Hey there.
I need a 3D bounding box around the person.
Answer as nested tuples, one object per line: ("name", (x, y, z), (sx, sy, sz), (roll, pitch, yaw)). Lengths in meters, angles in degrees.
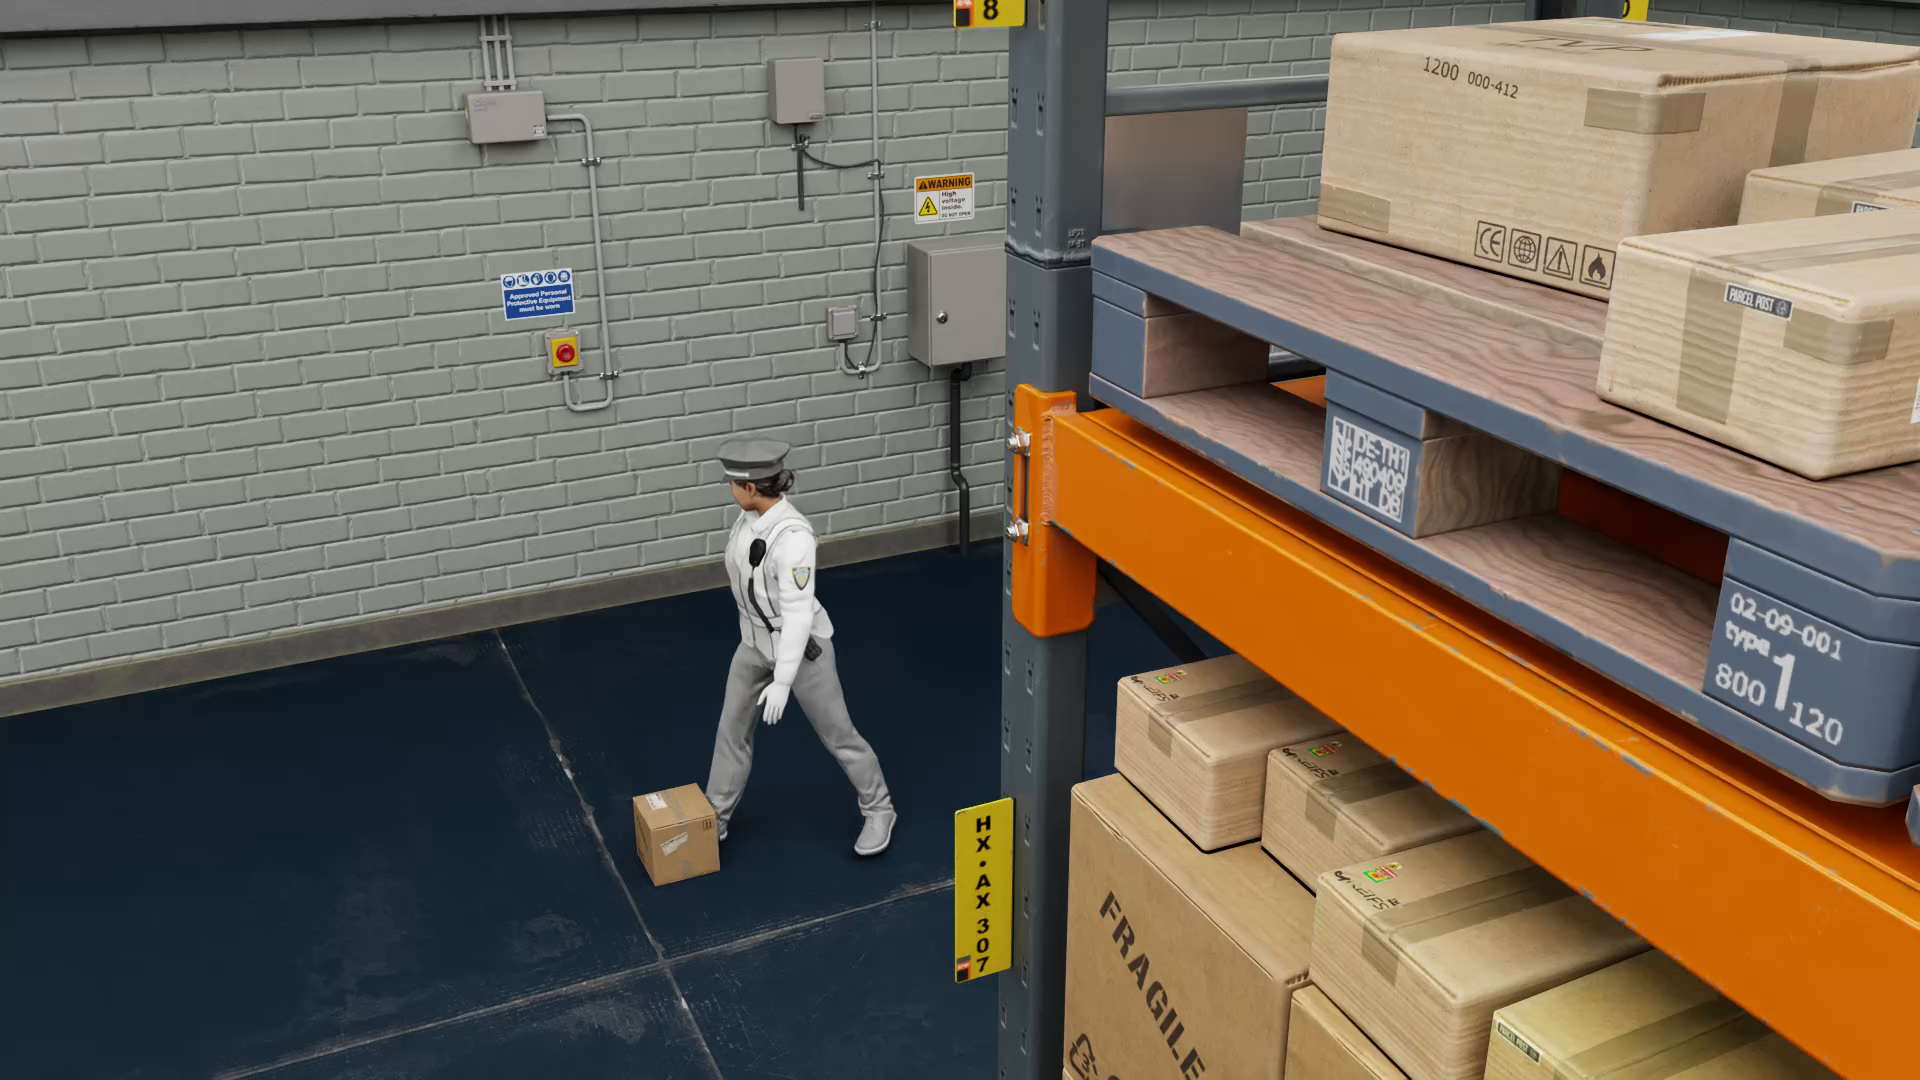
("person", (-0.675, 0.416, 6.069), (0.837, 1.612, 0.604), (-17, 28, -35))
